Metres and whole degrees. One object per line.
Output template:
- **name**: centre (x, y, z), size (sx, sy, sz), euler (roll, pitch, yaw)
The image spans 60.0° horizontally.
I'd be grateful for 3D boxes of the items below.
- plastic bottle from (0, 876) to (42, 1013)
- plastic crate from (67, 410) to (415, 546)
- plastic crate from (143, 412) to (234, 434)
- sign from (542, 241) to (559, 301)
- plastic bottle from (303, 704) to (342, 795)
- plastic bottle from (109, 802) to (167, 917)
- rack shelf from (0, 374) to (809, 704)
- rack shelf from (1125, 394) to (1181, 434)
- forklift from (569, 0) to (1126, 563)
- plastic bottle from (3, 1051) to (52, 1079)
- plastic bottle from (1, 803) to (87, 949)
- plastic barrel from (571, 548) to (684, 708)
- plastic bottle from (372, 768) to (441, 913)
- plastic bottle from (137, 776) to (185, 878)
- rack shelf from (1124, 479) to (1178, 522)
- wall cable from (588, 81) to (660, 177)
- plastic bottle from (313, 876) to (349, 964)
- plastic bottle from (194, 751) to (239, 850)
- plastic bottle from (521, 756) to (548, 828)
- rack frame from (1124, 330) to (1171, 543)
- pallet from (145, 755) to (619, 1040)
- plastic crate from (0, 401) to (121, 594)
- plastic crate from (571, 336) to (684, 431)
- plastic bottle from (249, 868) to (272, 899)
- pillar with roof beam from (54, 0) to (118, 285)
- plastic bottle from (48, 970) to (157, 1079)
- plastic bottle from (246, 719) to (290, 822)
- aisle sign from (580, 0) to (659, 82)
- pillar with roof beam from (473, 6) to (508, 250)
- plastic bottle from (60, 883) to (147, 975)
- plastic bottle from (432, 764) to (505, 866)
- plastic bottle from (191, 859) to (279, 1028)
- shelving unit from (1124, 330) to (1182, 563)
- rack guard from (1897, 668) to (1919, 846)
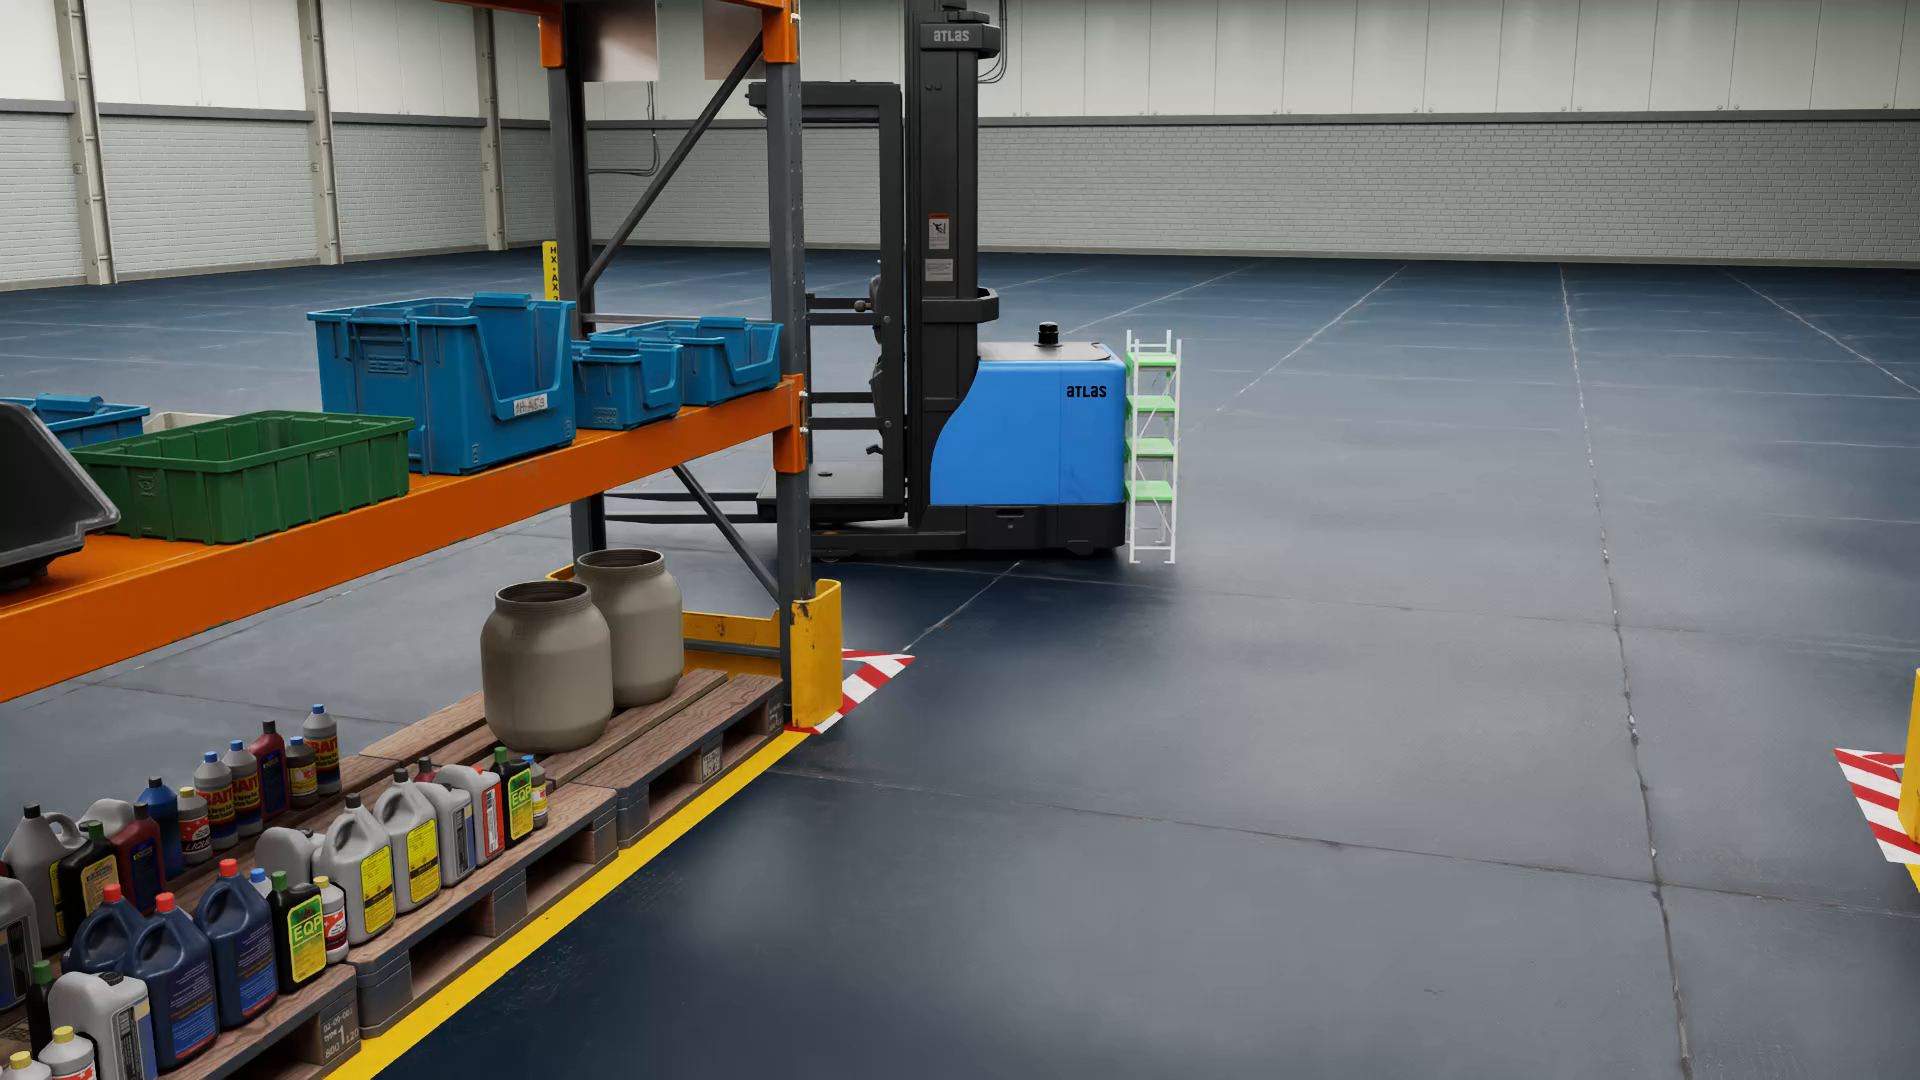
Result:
- **plastic bottle**: centre (-2.225, 0.926, 3.823), size (0.152, 0.276, 0.135), euler (4, 14, 18)
- **plastic crate**: centre (-1.665, -0.158, 3.917), size (0.450, 0.188, 0.662), euler (4, 14, 18)
- **plastic crate**: centre (-2.085, -0.228, 4.337), size (0.530, 0.136, 0.437), euler (4, 14, 18)
- **sign**: centre (-1.596, -1.014, 6.567), size (0.100, 0.325, 0.005), euler (4, 14, 18)
- **plastic bottle**: centre (-1.958, 0.637, 5.100), size (0.097, 0.271, 0.097), euler (0, 13, 0)
- **plastic bottle**: centre (-2.111, 0.823, 4.259), size (0.061, 0.283, 0.133), euler (4, 14, 18)
- **rack shelf**: centre (-1.724, -0.066, 4.655), size (1.077, 0.370, 4.000), euler (4, 14, 18)
- **rack shelf**: centre (1.037, -0.687, 9.011), size (0.258, 0.148, 0.480), euler (0, 13, 1)
- **forklift**: centre (-0.625, -1.426, 9.147), size (3.031, 2.935, 1.130), euler (0, 13, -1)
- **plastic bottle**: centre (-1.820, 1.097, 3.242), size (0.097, 0.201, 0.097), euler (0, 13, 0)
- **plastic bottle**: centre (-2.269, 0.816, 4.136), size (0.144, 0.351, 0.185), euler (4, 14, 18)
- **plastic barrel**: centre (-1.217, 0.314, 6.019), size (0.421, 0.512, 0.421), euler (0, 13, 0)
- **plastic bottle**: centre (-1.458, 0.772, 4.327), size (0.144, 0.351, 0.185), euler (5, 14, 21)
- **plastic bottle**: centre (-2.167, 0.773, 4.505), size (0.097, 0.271, 0.097), euler (0, 13, 0)
- **rack shelf**: centre (1.037, -0.219, 9.117), size (0.258, 0.148, 0.480), euler (0, 13, 1)
- **wall cable**: centre (-9.005, -10.436, 41.966), size (3.097, 2.526, 0.112), euler (4, 14, 18)
- **plastic bottle**: centre (-1.542, 0.916, 4.034), size (0.097, 0.201, 0.097), euler (0, 13, 0)
- **plastic bottle**: centre (-2.101, 0.730, 4.692), size (0.097, 0.271, 0.097), euler (0, 13, 0)
- **plastic bottle**: centre (-1.256, 0.730, 4.850), size (0.097, 0.201, 0.097), euler (0, 13, 0)
- **rack frame**: centre (1.041, -0.570, 9.288), size (0.240, 1.200, 0.015), euler (0, 13, 1)
- **pallet**: centre (-1.721, 0.967, 4.776), size (1.003, 0.211, 1.213), euler (4, 14, 18)
- **plastic crate**: centre (-2.081, -0.067, 3.180), size (0.767, 0.338, 0.504), euler (4, 14, 18)
- **plastic crate**: centre (-1.171, -0.503, 5.283), size (0.499, 0.251, 0.408), euler (4, 14, 18)
- **plastic bottle**: centre (-1.644, 0.906, 3.920), size (0.097, 0.271, 0.097), euler (0, 13, 0)
- **pillar with roof beam**: centre (-11.019, -8.588, 26.892), size (9.100, 9.000, 0.400), euler (4, 14, 18)
- **plastic bottle**: centre (-1.774, 1.012, 3.447), size (0.152, 0.276, 0.135), euler (5, 14, 20)
- **plastic bottle**: centre (-2.049, 0.677, 4.896), size (0.061, 0.283, 0.133), euler (5, 14, 19)
- **aisle sign**: centre (-1.331, -2.142, 6.289), size (0.394, 0.787, 0.004), euler (4, 14, 18)
- **pillar with roof beam**: centre (-7.136, -11.115, 37.962), size (9.100, 9.000, 0.400), euler (4, 14, 18)
- **plastic bottle**: centre (-1.853, 0.930, 3.635), size (0.144, 0.351, 0.185), euler (4, 14, 18)
- **plastic bottle**: centre (-1.363, 0.744, 4.618), size (0.152, 0.276, 0.135), euler (4, 14, 19)
- **plastic bottle**: centre (-1.656, 0.901, 3.764), size (0.144, 0.351, 0.185), euler (4, 13, 16)
- **shelving unit**: centre (1.037, -0.515, 9.050), size (0.258, 1.200, 0.503), euler (0, 13, 1)
- **rack guard**: centre (3.617, 0.733, 5.154), size (1.175, 0.500, 0.348), euler (4, 14, 18)
